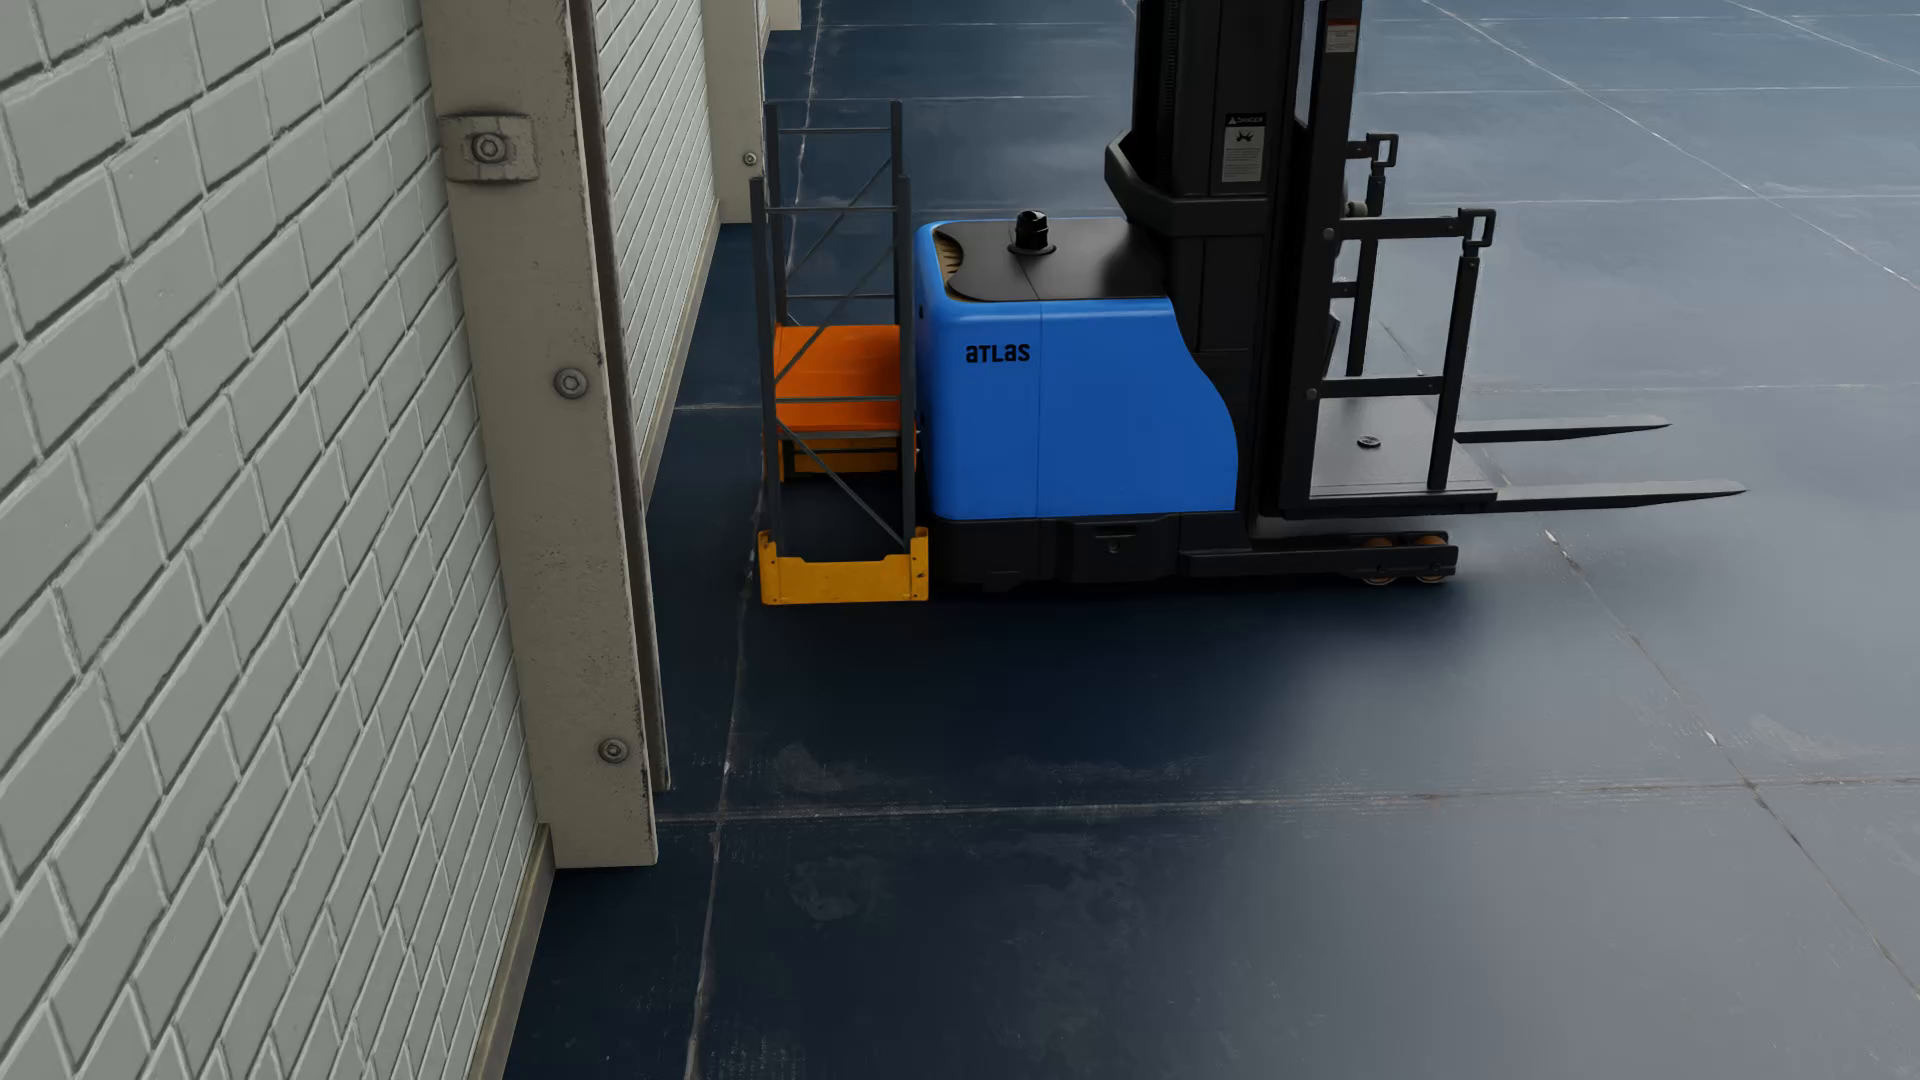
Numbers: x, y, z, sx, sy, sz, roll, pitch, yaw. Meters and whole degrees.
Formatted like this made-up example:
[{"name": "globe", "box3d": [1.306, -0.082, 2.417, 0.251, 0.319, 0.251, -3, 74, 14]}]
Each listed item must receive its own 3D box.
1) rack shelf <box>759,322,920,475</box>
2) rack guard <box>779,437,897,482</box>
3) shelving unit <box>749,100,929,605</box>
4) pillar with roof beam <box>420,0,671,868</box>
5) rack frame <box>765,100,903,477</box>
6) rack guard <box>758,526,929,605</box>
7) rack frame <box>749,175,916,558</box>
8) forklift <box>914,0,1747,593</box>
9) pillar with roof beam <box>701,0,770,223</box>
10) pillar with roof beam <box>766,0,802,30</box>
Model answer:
[{"name": "rack shelf", "box3d": [-0.433, -0.539, 6.050, 0.538, 0.185, 1.000, -2, 28, -3]}, {"name": "rack guard", "box3d": [-0.461, -0.370, 6.688, 0.587, 0.250, 0.087, -2, 28, -3]}, {"name": "shelving unit", "box3d": [-0.432, -0.694, 5.958, 0.587, 1.500, 1.083, -2, 28, -3]}, {"name": "pillar with roof beam", "box3d": [3.303, -3.294, 2.834, 9.100, 9.000, 0.400, -1, 28, -3]}, {"name": "rack frame", "box3d": [-0.462, -0.933, 6.416, 0.500, 1.500, 0.032, -2, 28, -3]}, {"name": "rack guard", "box3d": [-0.404, 0.090, 5.807, 0.587, 0.250, 0.087, -2, 28, -3]}, {"name": "rack frame", "box3d": [-0.404, -0.463, 5.516, 0.500, 1.500, 0.032, -2, 28, -3]}, {"name": "forklift", "box3d": [1.361, -1.380, 5.726, 3.031, 2.935, 1.130, -2, 28, -4]}, {"name": "pillar with roof beam", "box3d": [2.990, -6.065, 8.147, 9.100, 9.000, 0.400, -1, 28, -3]}, {"name": "pillar with roof beam", "box3d": [2.677, -8.835, 13.459, 9.100, 9.000, 0.400, -1, 28, -3]}]
